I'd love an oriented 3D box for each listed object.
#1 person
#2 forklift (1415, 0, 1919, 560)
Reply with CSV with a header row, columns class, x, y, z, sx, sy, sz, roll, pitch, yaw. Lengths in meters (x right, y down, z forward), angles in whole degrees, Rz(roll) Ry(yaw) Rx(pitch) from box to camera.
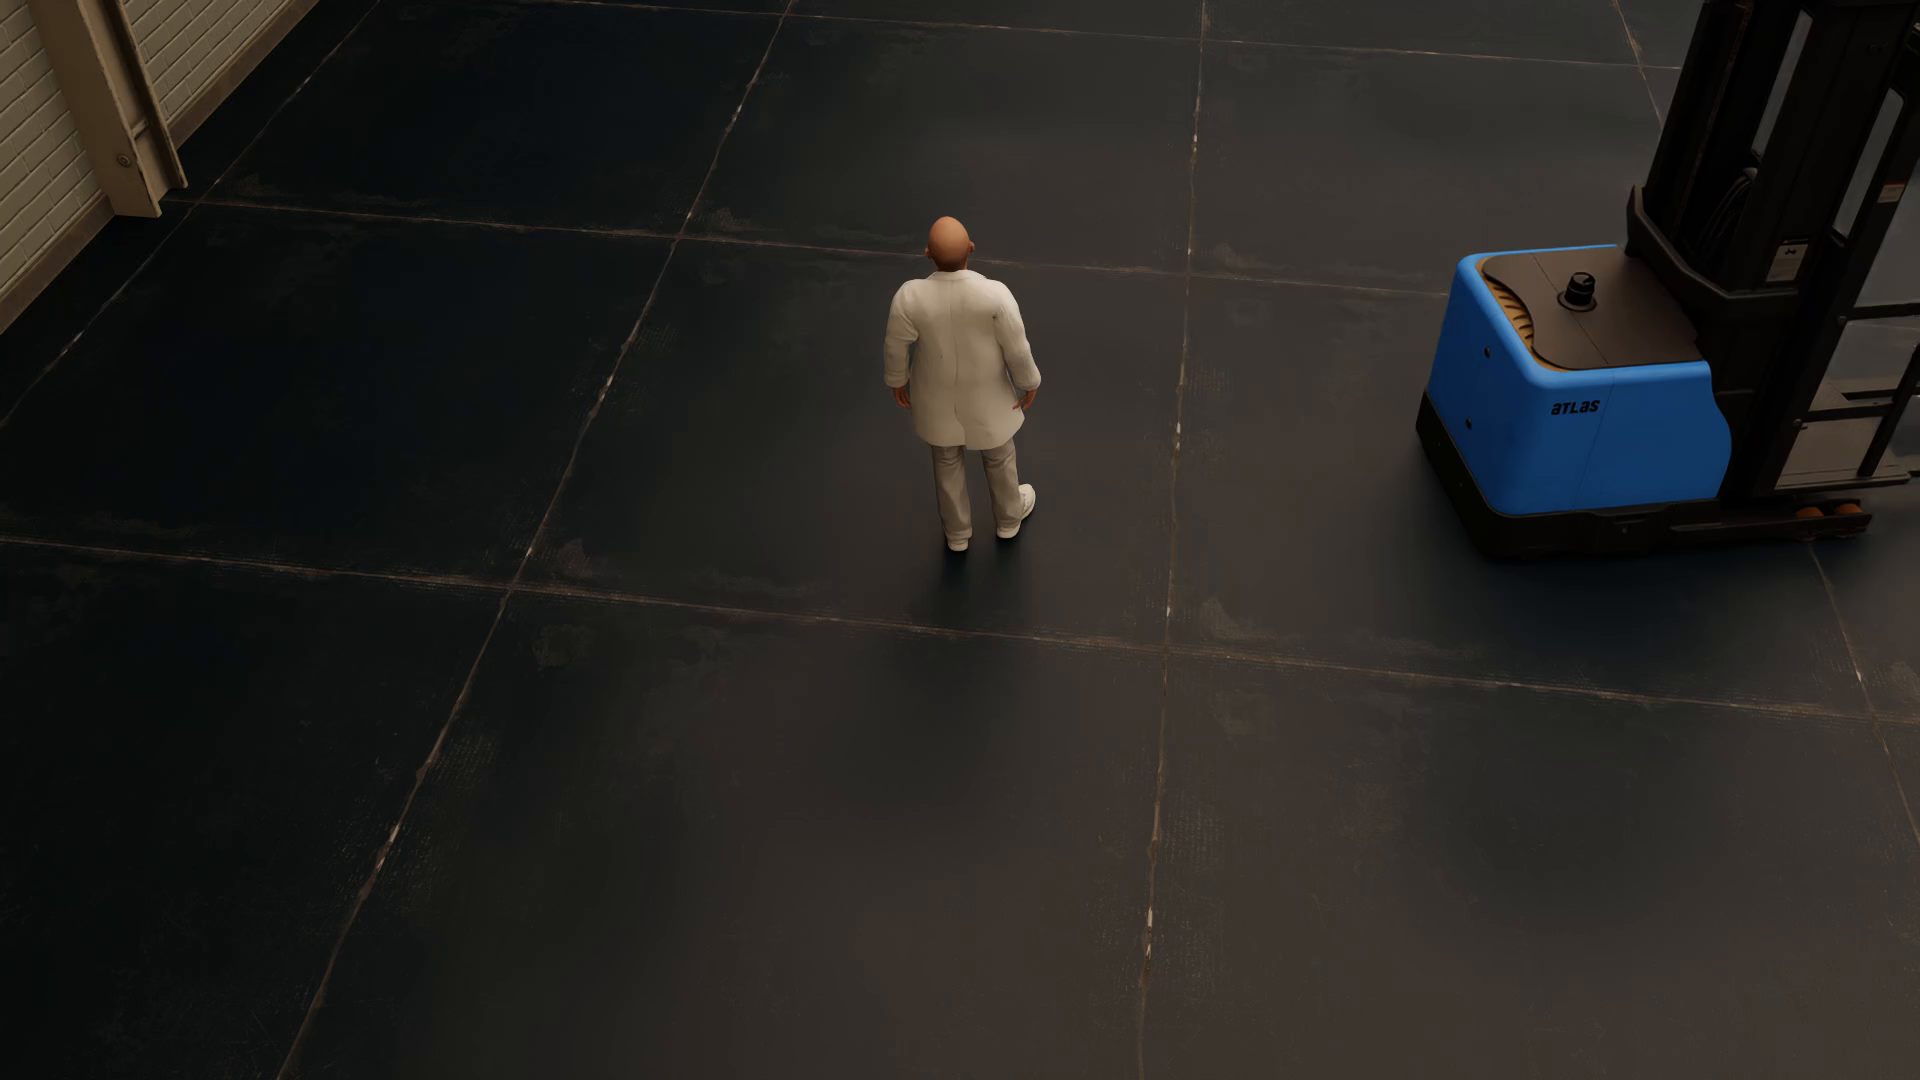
class,x,y,z,sx,sy,sz,roll,pitch,yaw
person,0.017,-0.720,7.350,0.696,1.776,0.581,5,43,6
forklift,3.857,-1.425,7.276,3.031,2.935,1.130,-5,43,-5
